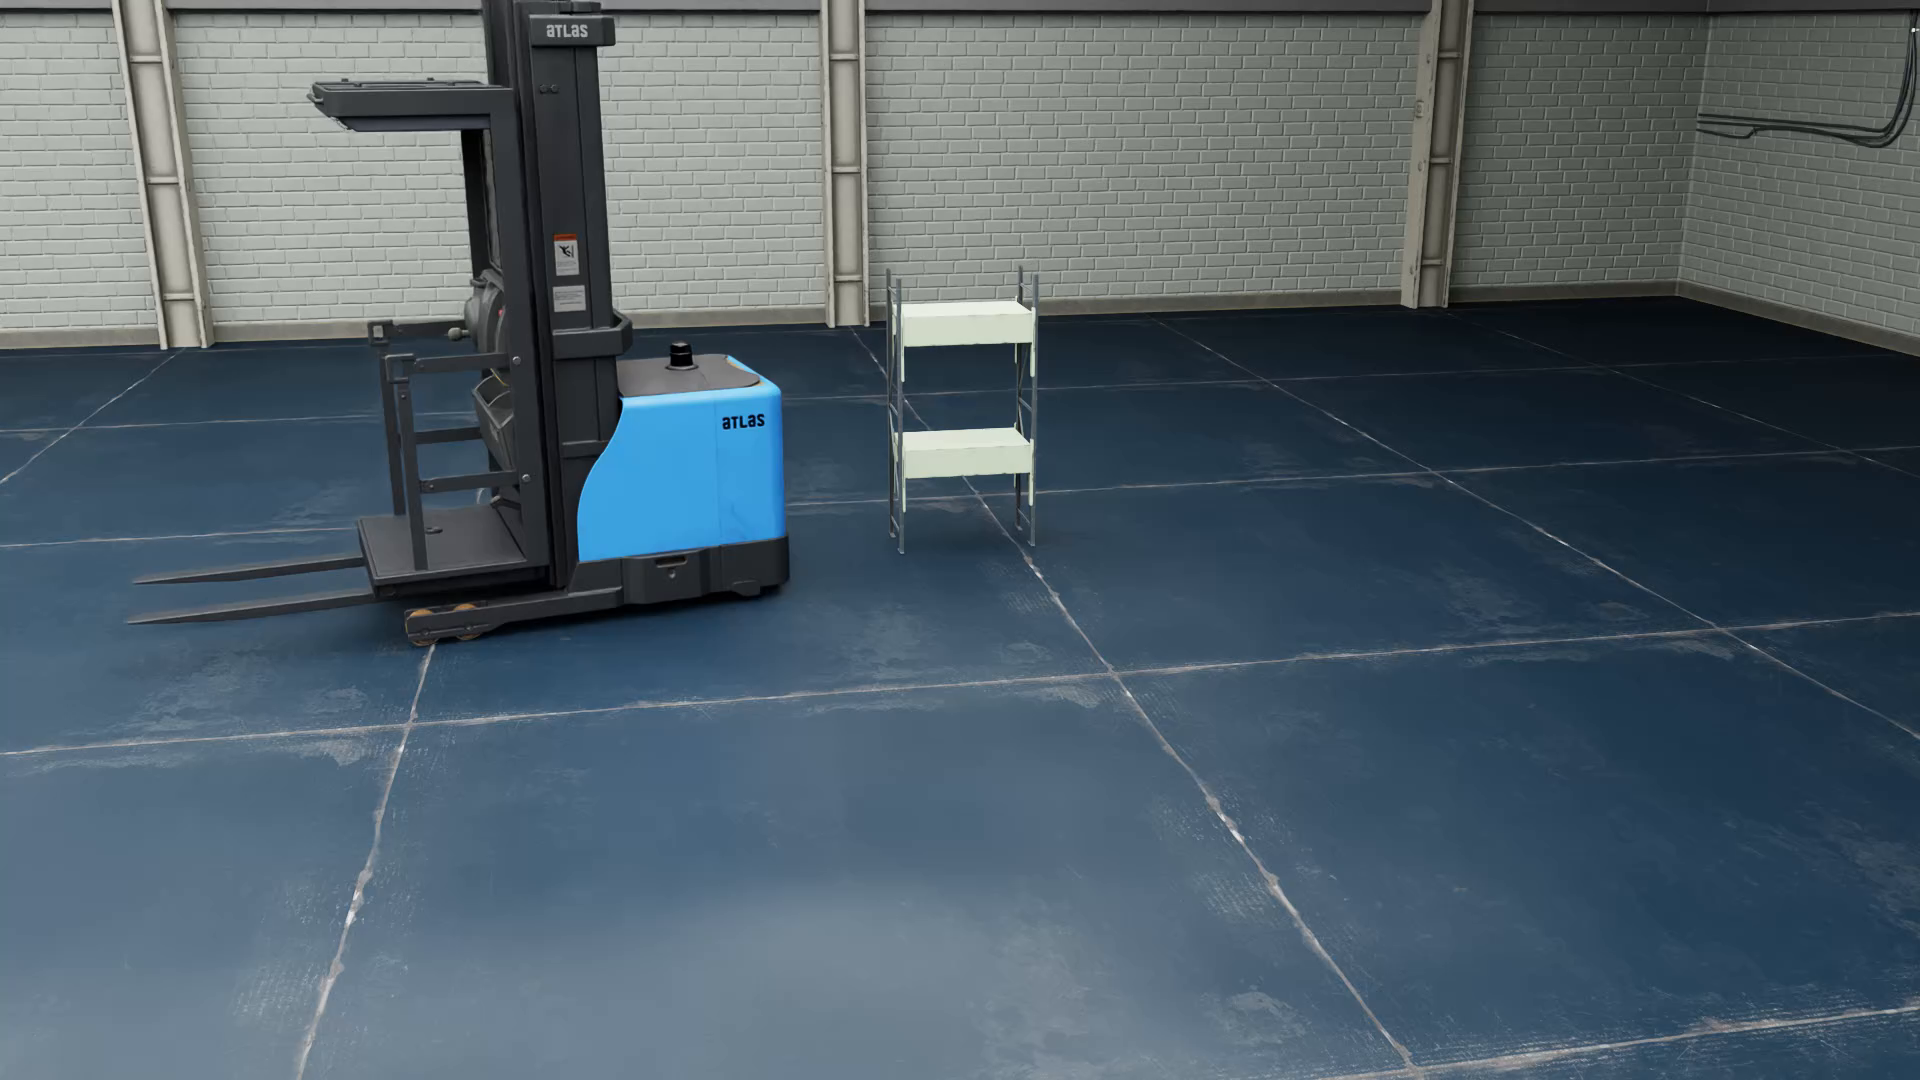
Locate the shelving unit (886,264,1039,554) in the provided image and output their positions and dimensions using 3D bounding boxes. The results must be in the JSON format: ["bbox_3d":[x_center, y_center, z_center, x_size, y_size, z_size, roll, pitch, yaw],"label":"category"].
[{"bbox_3d":[0.007,-0.717,9.093,0.755,1.500,0.431,-3,17,-10],"label":"shelving unit"}]

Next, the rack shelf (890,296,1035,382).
[{"bbox_3d":[0.007,-1.090,8.978,0.720,0.370,0.431,-3,17,-10],"label":"rack shelf"}]

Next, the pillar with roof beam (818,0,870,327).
[{"bbox_3d":[-0.273,-5.155,10.770,0.400,9.000,9.100,-3,17,-10],"label":"pillar with roof beam"}]

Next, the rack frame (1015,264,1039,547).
[{"bbox_3d":[0.366,-0.738,9.159,0.023,1.500,0.400,-3,17,-10],"label":"rack frame"}]

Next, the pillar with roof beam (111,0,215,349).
[{"bbox_3d":[-6.164,-4.821,9.682,0.400,9.000,9.100,-3,17,-10],"label":"pillar with roof beam"}]

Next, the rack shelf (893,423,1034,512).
[{"bbox_3d":[0.007,-0.406,9.189,0.720,0.370,0.431,-3,17,-10],"label":"rack shelf"}]

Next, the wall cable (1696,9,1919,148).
[{"bbox_3d":[7.945,-5.029,15.647,0.112,2.526,3.097,-3,17,-10],"label":"wall cable"}]

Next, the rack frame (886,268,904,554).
[{"bbox_3d":[-0.353,-0.697,9.026,0.023,1.500,0.400,-3,17,-10],"label":"rack frame"}]

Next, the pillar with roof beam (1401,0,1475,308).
[{"bbox_3d":[5.618,-5.489,11.858,0.400,9.000,9.100,-3,17,-10],"label":"pillar with roof beam"}]

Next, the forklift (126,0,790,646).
[{"bbox_3d":[-2.428,-1.086,7.854,3.031,2.935,1.130,-7,18,-22],"label":"forklift"}]
